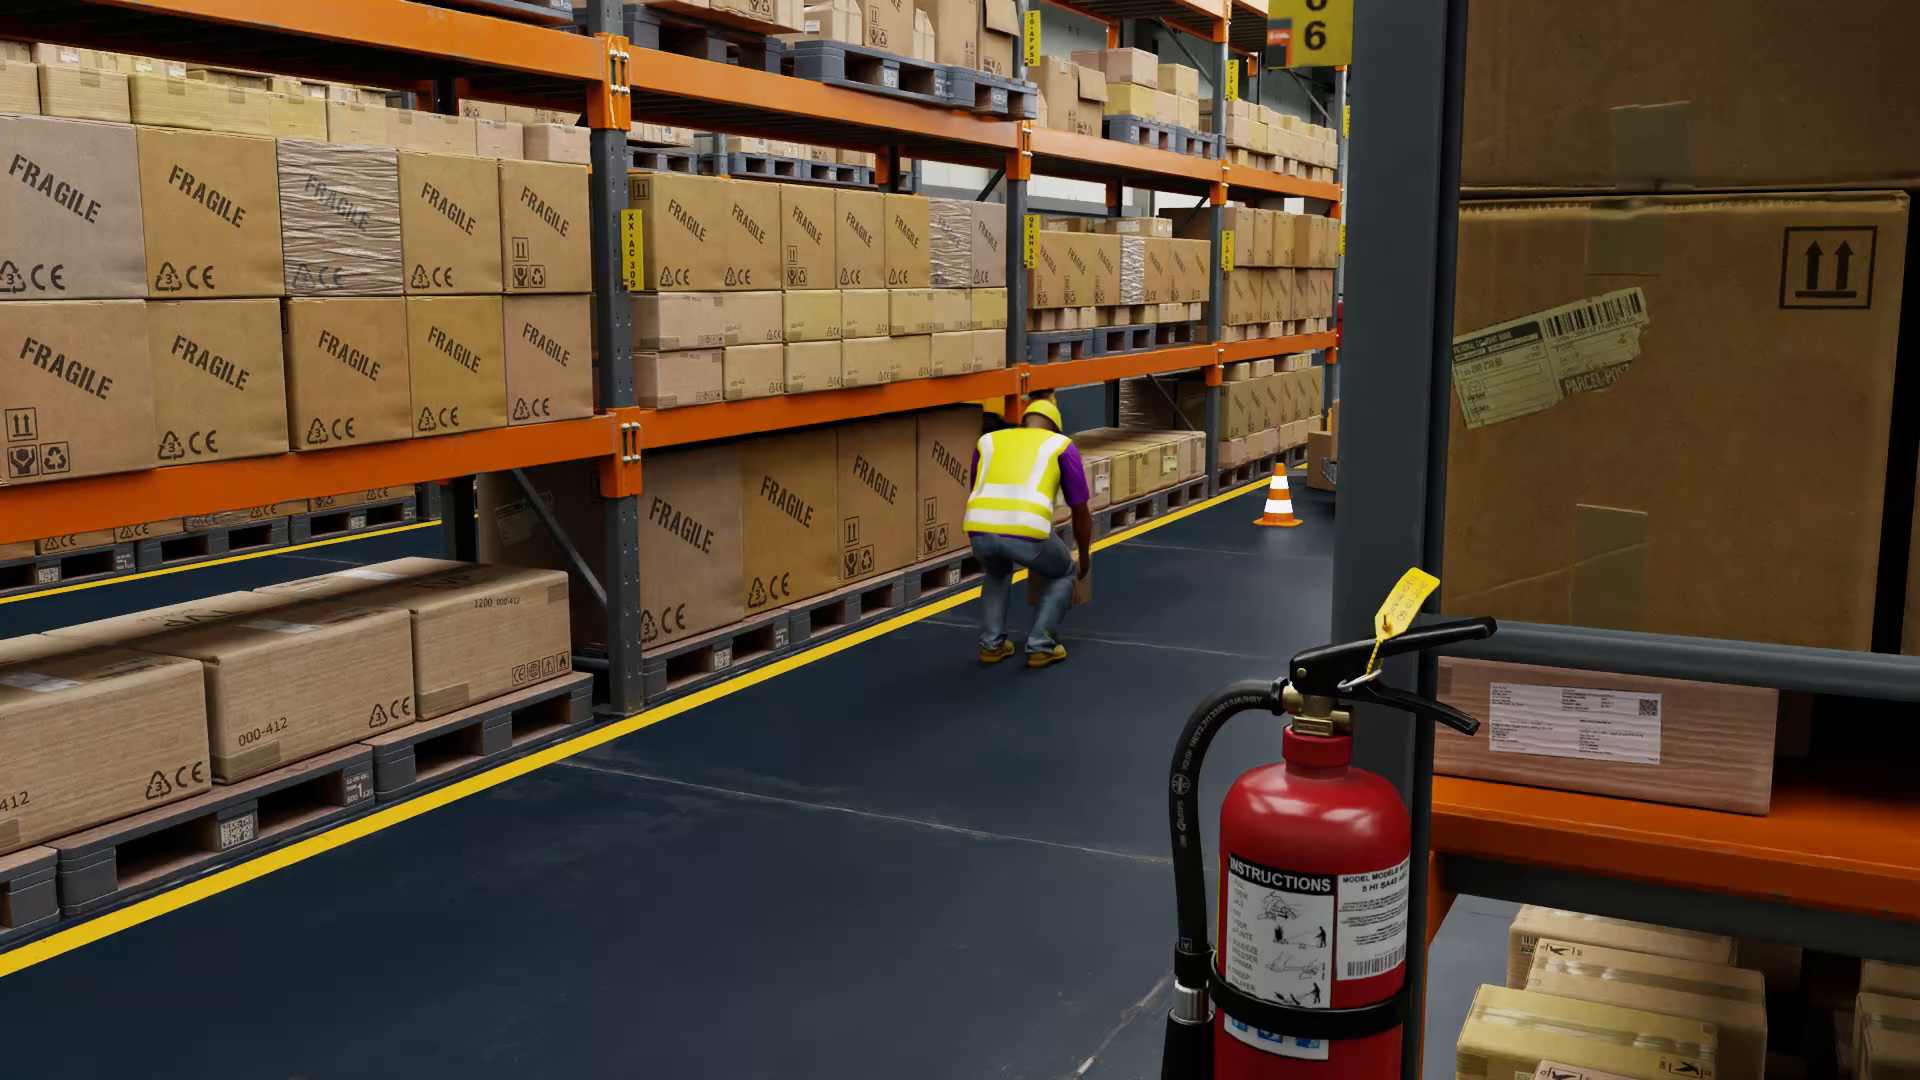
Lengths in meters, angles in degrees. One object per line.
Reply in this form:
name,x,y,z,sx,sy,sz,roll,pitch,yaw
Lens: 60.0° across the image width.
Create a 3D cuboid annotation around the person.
person,0.291,-0.041,8.174,0.626,1.260,0.822,4,10,26
